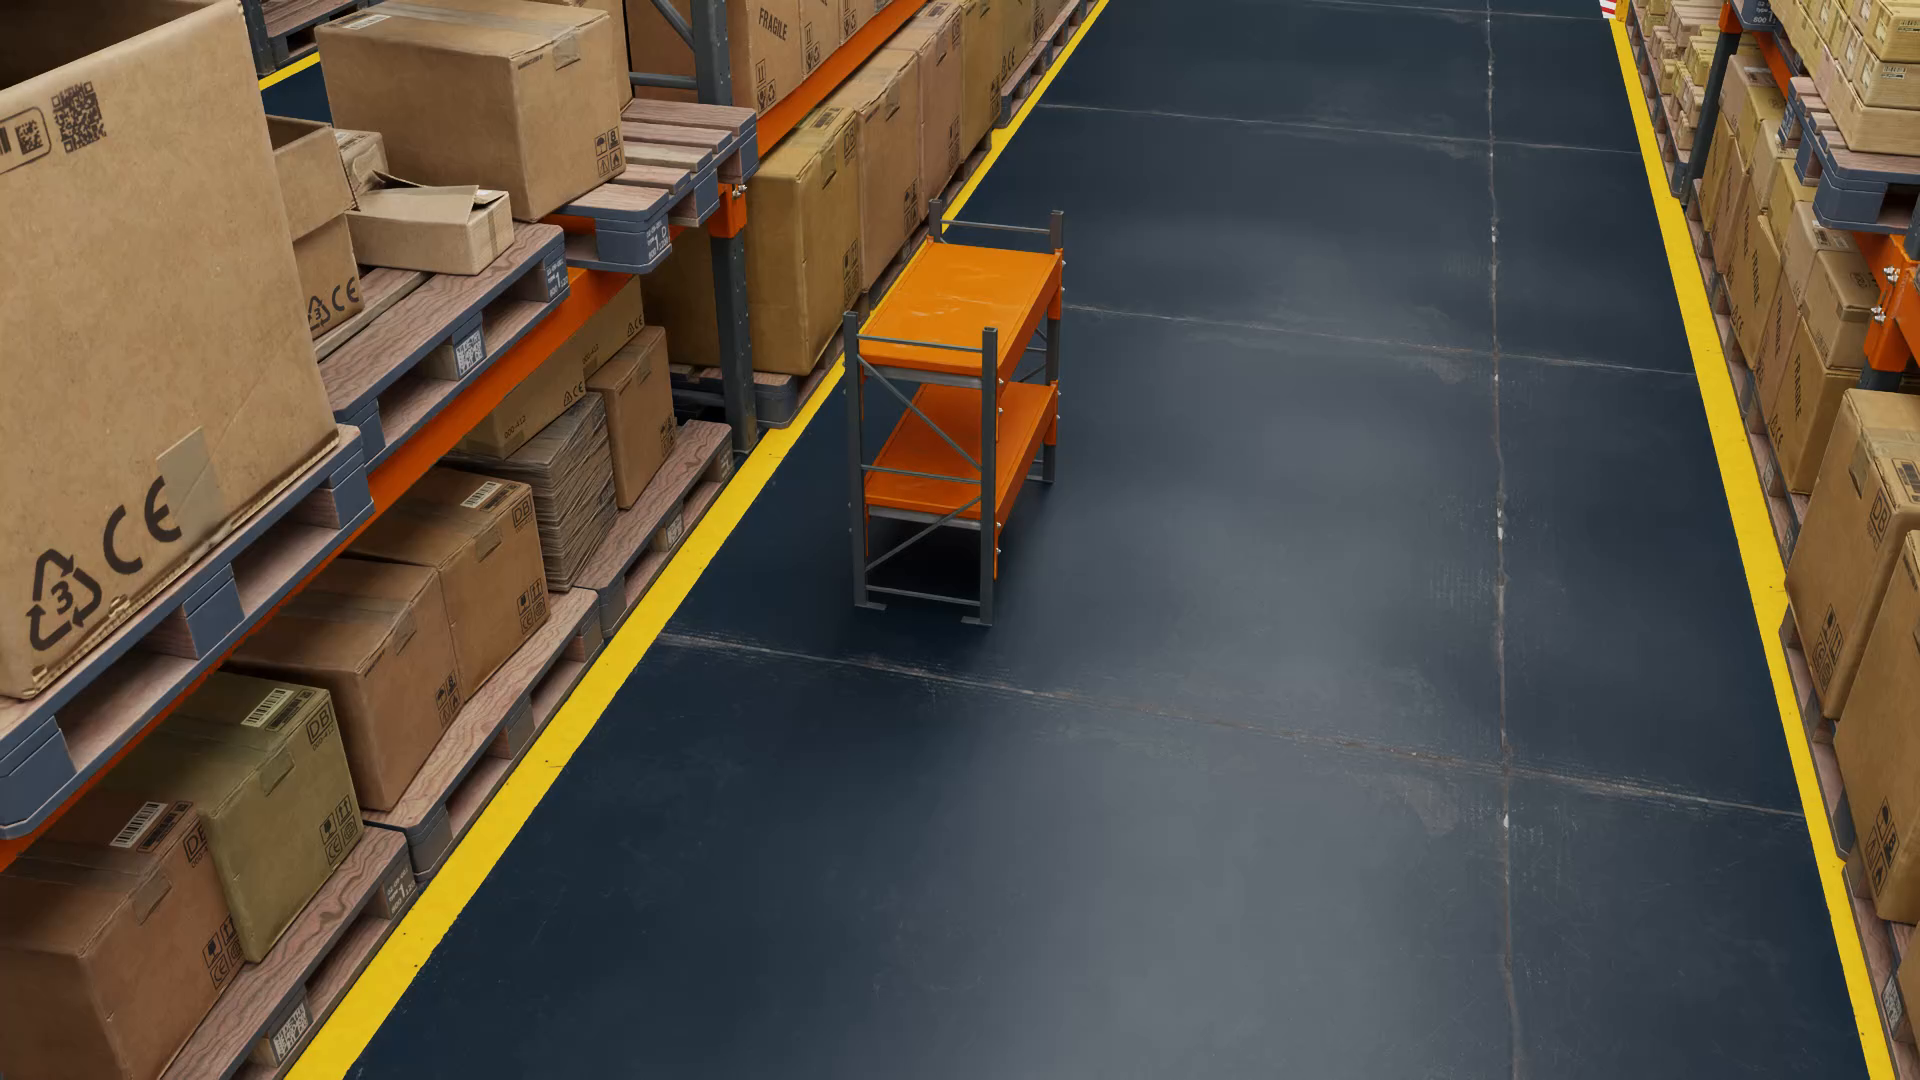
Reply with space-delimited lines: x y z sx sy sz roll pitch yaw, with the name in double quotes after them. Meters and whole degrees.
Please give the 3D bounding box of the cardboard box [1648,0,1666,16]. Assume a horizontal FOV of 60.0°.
4.818 -3.601 11.107 0.380 0.149 0.250 9 34 14 "cardboard box"

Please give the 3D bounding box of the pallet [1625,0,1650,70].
5.210 -3.497 11.554 1.003 0.211 1.213 8 33 12 "pallet"

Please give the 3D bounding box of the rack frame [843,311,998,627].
-0.127 -0.214 5.539 0.500 1.125 0.032 8 33 12 "rack frame"

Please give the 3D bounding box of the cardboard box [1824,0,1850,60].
3.255 -1.769 5.803 0.380 0.149 0.250 9 33 14 "cardboard box"

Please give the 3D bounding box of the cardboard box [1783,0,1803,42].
3.451 -2.033 6.495 0.380 0.149 0.250 9 34 14 "cardboard box"

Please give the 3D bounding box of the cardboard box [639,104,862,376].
-1.137 -1.342 7.155 1.225 0.875 0.875 7 33 10 "cardboard box"

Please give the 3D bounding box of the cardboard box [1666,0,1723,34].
4.553 -3.186 10.178 0.380 0.149 0.250 7 33 11 "cardboard box"

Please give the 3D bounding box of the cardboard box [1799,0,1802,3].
3.450 -2.163 6.423 0.380 0.149 0.250 9 34 14 "cardboard box"

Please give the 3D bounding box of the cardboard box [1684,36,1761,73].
4.376 -2.768 9.519 0.380 0.149 0.250 8 33 12 "cardboard box"

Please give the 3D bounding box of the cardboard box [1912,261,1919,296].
3.065 -0.825 4.658 0.500 0.500 0.500 8 33 13 "cardboard box"

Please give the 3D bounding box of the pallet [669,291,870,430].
-1.059 -0.929 7.514 1.003 0.211 1.213 8 33 12 "pallet"

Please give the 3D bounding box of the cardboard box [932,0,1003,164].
-0.460 -2.728 9.334 1.225 0.875 0.875 8 33 13 "cardboard box"

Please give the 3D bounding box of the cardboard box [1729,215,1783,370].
3.608 -1.024 7.003 0.500 0.500 0.500 7 33 10 "cardboard box"

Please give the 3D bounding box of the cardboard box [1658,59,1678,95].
4.487 -2.816 10.149 0.380 0.149 0.250 8 33 12 "cardboard box"

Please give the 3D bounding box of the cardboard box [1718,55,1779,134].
4.012 -2.146 8.069 0.500 0.250 0.500 7 33 10 "cardboard box"

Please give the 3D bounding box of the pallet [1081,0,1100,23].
0.571 -4.255 12.747 1.003 0.211 1.213 8 33 12 "pallet"

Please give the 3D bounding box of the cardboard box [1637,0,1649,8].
5.027 -3.876 11.817 0.380 0.149 0.250 9 33 13 "cardboard box"

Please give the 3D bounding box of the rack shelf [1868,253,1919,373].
2.932 0.363 3.554 1.077 0.370 4.000 8 33 12 "rack shelf"

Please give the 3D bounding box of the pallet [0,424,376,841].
-2.013 0.073 3.517 1.003 0.211 1.213 8 33 12 "pallet"

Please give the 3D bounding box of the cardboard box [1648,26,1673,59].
4.693 -3.219 10.783 0.380 0.149 0.250 6 33 10 "cardboard box"

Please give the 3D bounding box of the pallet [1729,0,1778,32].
4.120 -2.597 7.717 1.003 0.211 1.213 8 33 12 "pallet"

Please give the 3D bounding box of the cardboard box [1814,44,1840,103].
3.250 -1.631 5.862 0.380 0.149 0.250 9 33 13 "cardboard box"

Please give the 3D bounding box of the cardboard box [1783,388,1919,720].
3.198 0.097 5.007 1.050 0.750 0.750 8 33 12 "cardboard box"

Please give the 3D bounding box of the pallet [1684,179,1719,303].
4.259 -1.473 8.371 1.003 0.211 1.213 8 33 12 "pallet"

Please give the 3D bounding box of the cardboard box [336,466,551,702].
-1.749 0.098 5.220 0.700 0.500 0.500 11 34 16 "cardboard box"

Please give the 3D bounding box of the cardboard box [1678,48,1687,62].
4.539 -2.896 9.998 0.380 0.149 0.250 9 33 14 "cardboard box"

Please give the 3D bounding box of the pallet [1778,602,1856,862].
3.167 0.597 5.114 1.003 0.211 1.213 8 33 12 "pallet"

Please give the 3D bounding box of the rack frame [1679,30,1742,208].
4.455 -3.054 8.259 1.000 3.000 0.127 8 33 12 "rack frame"

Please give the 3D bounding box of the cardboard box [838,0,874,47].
-0.690 -2.498 7.290 0.500 0.500 0.500 7 33 12 "cardboard box"

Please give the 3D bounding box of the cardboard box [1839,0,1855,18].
3.253 -1.884 5.705 0.380 0.149 0.250 9 34 14 "cardboard box"

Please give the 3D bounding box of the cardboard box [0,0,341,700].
-2.010 -0.454 3.218 1.000 1.000 1.000 8 33 13 "cardboard box"

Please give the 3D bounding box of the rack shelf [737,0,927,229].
-0.825 -2.441 7.964 1.077 0.370 4.000 8 33 12 "rack shelf"

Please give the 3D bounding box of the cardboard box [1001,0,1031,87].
-0.072 -3.394 10.382 0.875 0.875 0.875 8 33 12 "cardboard box"

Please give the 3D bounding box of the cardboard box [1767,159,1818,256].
3.621 -1.333 6.791 0.500 0.250 0.500 9 33 14 "cardboard box"

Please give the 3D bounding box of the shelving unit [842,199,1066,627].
0.002 -0.478 5.954 0.538 1.125 1.048 8 33 12 "shelving unit"

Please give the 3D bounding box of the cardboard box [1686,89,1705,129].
4.227 -2.361 9.156 0.380 0.149 0.250 9 33 13 "cardboard box"

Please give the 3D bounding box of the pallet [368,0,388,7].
-4.651 -4.302 12.820 1.003 0.211 1.213 8 33 12 "pallet"

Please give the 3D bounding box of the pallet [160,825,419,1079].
-2.151 1.142 4.257 1.003 0.211 1.213 8 33 12 "pallet"

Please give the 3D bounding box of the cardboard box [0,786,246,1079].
-2.171 0.923 3.922 0.700 0.500 0.500 6 33 9 "cardboard box"

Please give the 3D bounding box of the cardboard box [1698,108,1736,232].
4.011 -1.829 8.270 0.500 0.500 0.500 9 34 14 "cardboard box"

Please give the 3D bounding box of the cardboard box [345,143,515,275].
-1.494 -0.925 4.643 0.396 0.266 0.258 7 33 11 "cardboard box"
